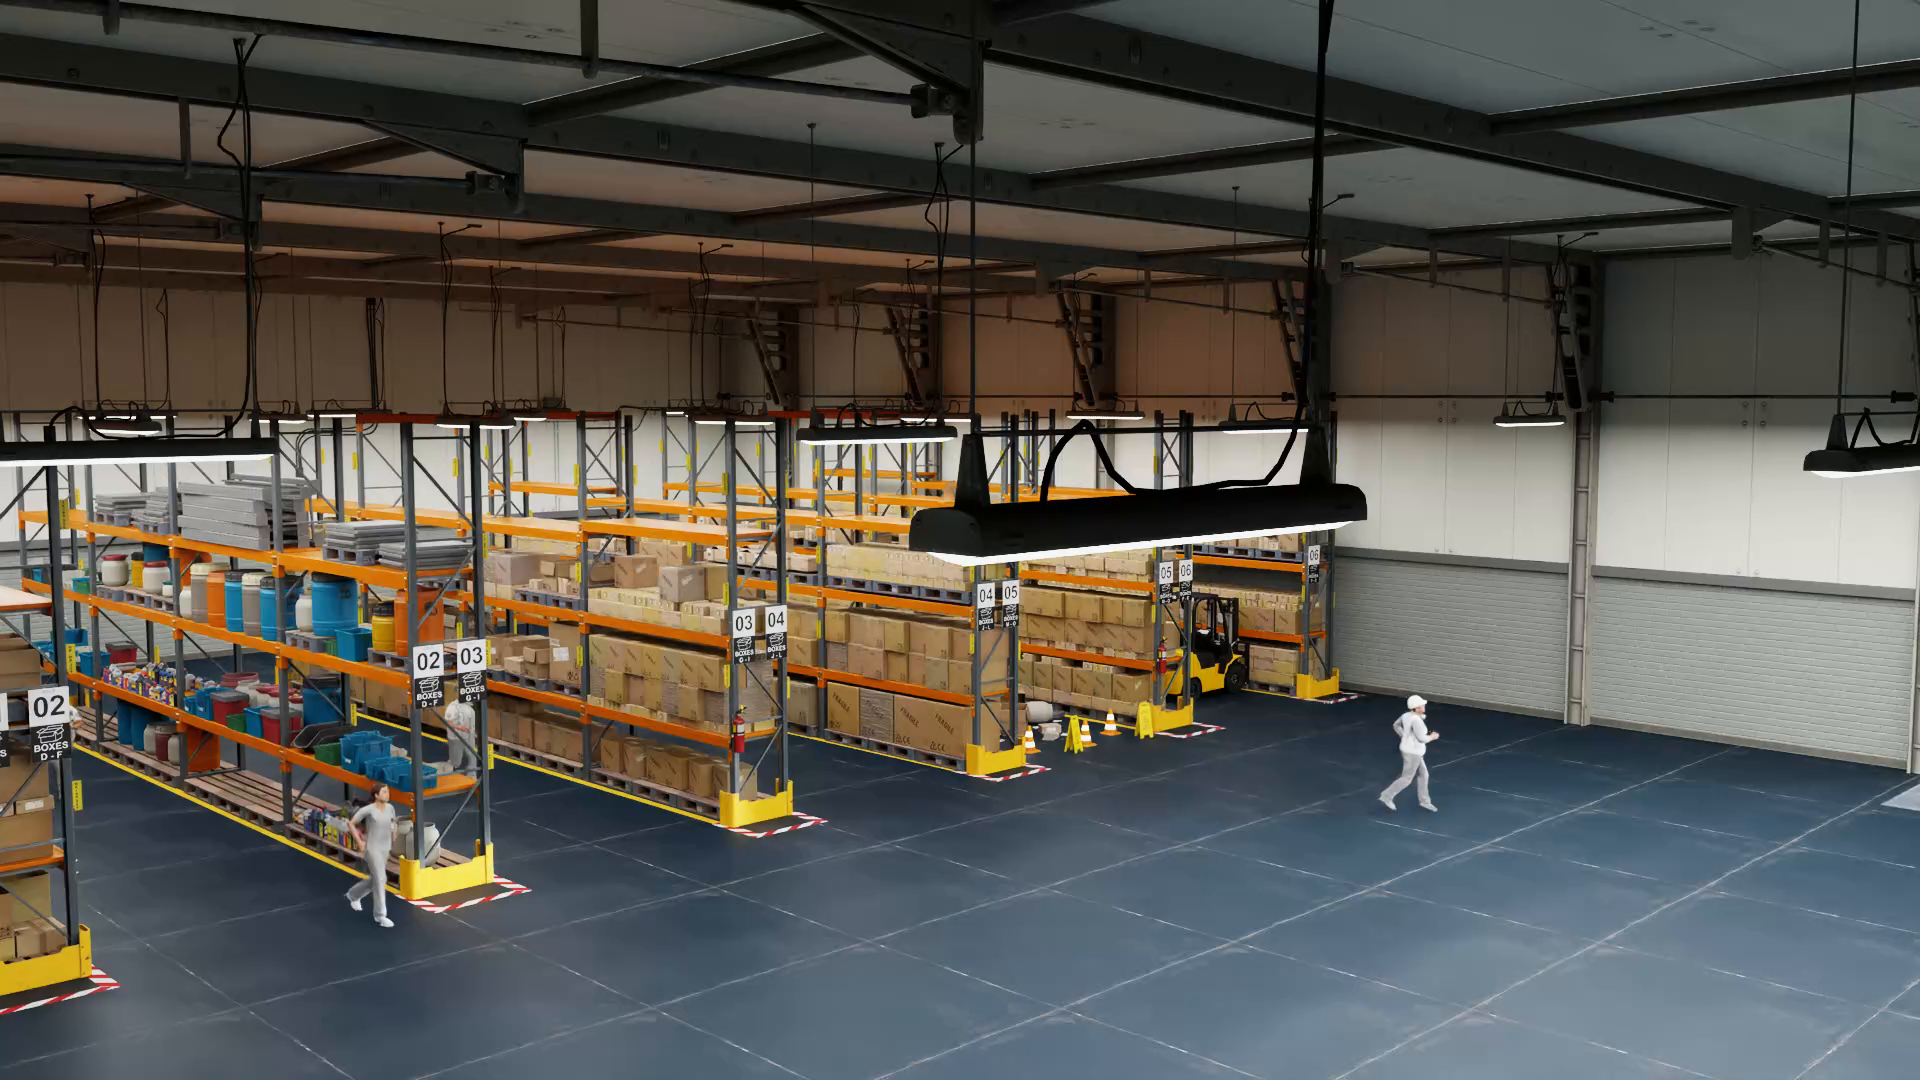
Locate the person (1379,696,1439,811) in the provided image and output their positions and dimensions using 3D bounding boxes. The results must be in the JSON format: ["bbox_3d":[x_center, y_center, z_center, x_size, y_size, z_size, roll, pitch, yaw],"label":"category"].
[{"bbox_3d":[6.821,3.253,25.252,0.954,1.806,0.665,0,5,0],"label":"person"}]

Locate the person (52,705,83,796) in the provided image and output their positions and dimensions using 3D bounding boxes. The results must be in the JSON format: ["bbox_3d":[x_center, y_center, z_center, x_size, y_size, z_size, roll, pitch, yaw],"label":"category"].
[{"bbox_3d":[-14.198,3.213,26.250,0.855,1.710,0.580,4,7,42],"label":"person"}]

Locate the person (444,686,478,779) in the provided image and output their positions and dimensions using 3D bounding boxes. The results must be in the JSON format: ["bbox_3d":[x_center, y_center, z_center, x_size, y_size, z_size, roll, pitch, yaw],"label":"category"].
[{"bbox_3d":[-7.990,3.149,26.526,0.943,1.768,0.647,3,6,31],"label":"person"}]

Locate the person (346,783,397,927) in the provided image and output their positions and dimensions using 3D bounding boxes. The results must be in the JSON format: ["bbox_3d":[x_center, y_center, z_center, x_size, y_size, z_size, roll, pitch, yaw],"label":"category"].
[{"bbox_3d":[-7.073,3.767,20.152,0.886,1.668,0.593,3,6,30],"label":"person"}]
